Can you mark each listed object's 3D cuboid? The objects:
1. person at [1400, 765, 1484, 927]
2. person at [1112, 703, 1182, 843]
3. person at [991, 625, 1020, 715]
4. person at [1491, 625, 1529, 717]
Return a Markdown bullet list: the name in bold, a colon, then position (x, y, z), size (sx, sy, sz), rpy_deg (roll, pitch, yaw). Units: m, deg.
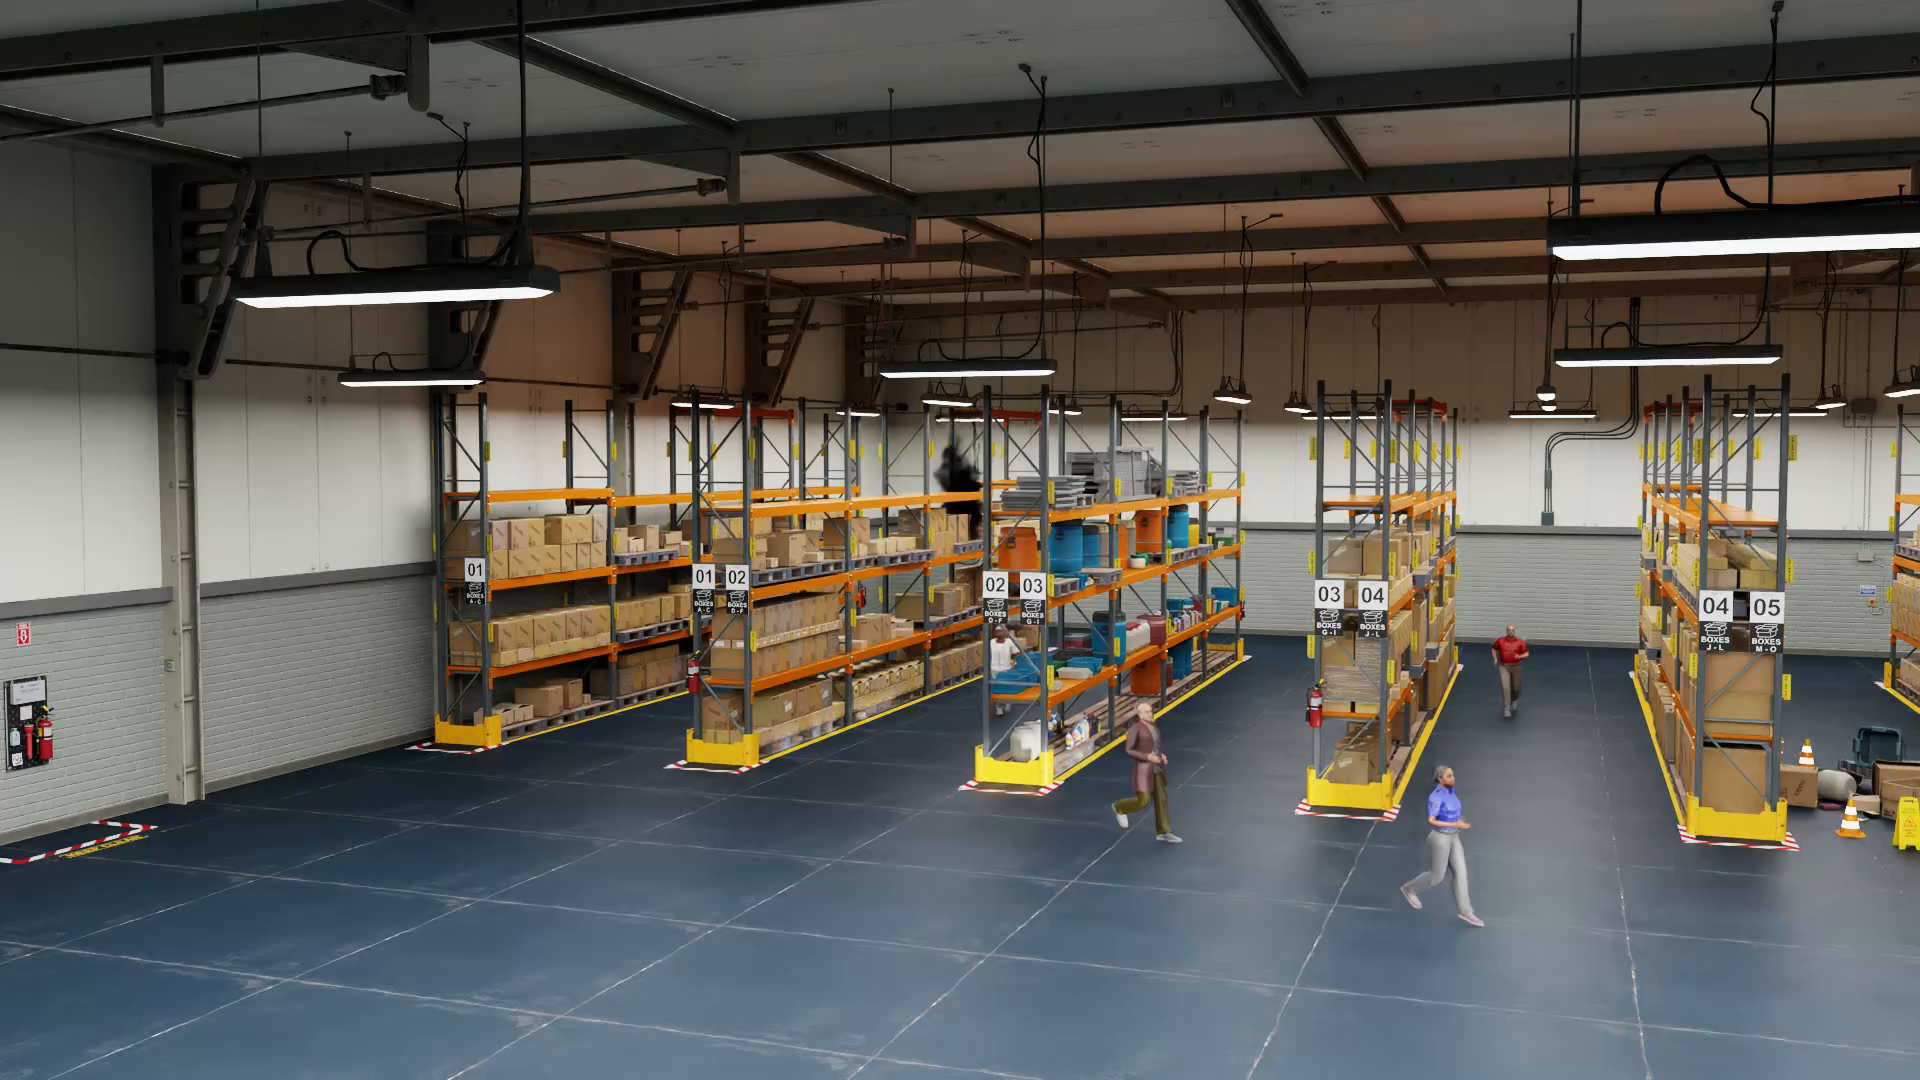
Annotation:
- **person**: position (5.139, 3.223, 17.684), size (0.579, 1.645, 0.923), rpy_deg (-3, 4, -44)
- **person**: position (2.422, 2.974, 21.420), size (0.724, 1.742, 1.074), rpy_deg (-3, 4, -42)
- **person**: position (0.766, 2.460, 31.465), size (0.692, 1.720, 0.589), rpy_deg (1, 3, 11)
- **person**: position (10.428, 2.457, 31.526), size (0.672, 1.700, 0.933), rpy_deg (1, 3, 15)
